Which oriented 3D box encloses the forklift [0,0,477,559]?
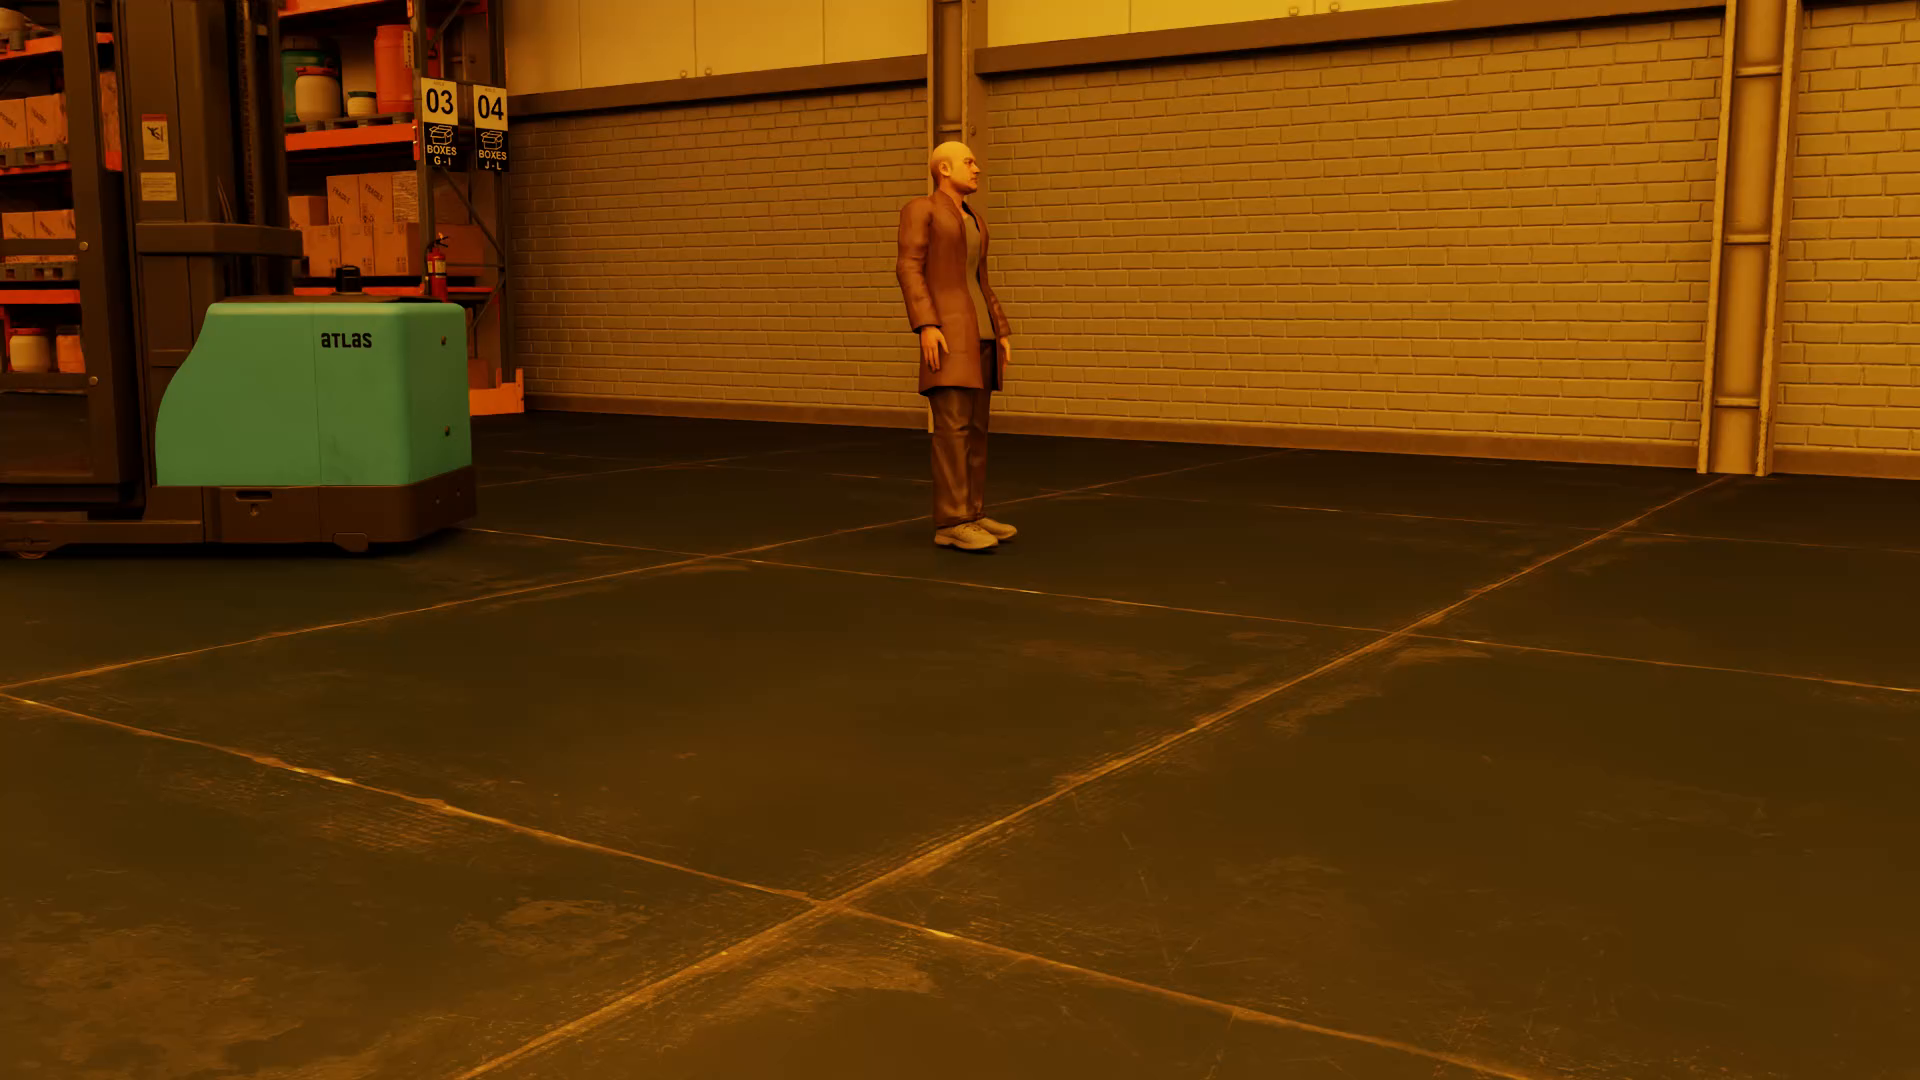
[{"bbox_3d":[-3.828,-1.443,7.342,3.031,2.935,1.130,0,8,0],"label":"forklift"}]

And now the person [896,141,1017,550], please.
[{"bbox_3d":[0.074,-0.880,7.423,0.579,1.777,0.698,5,10,34],"label":"person"}]
